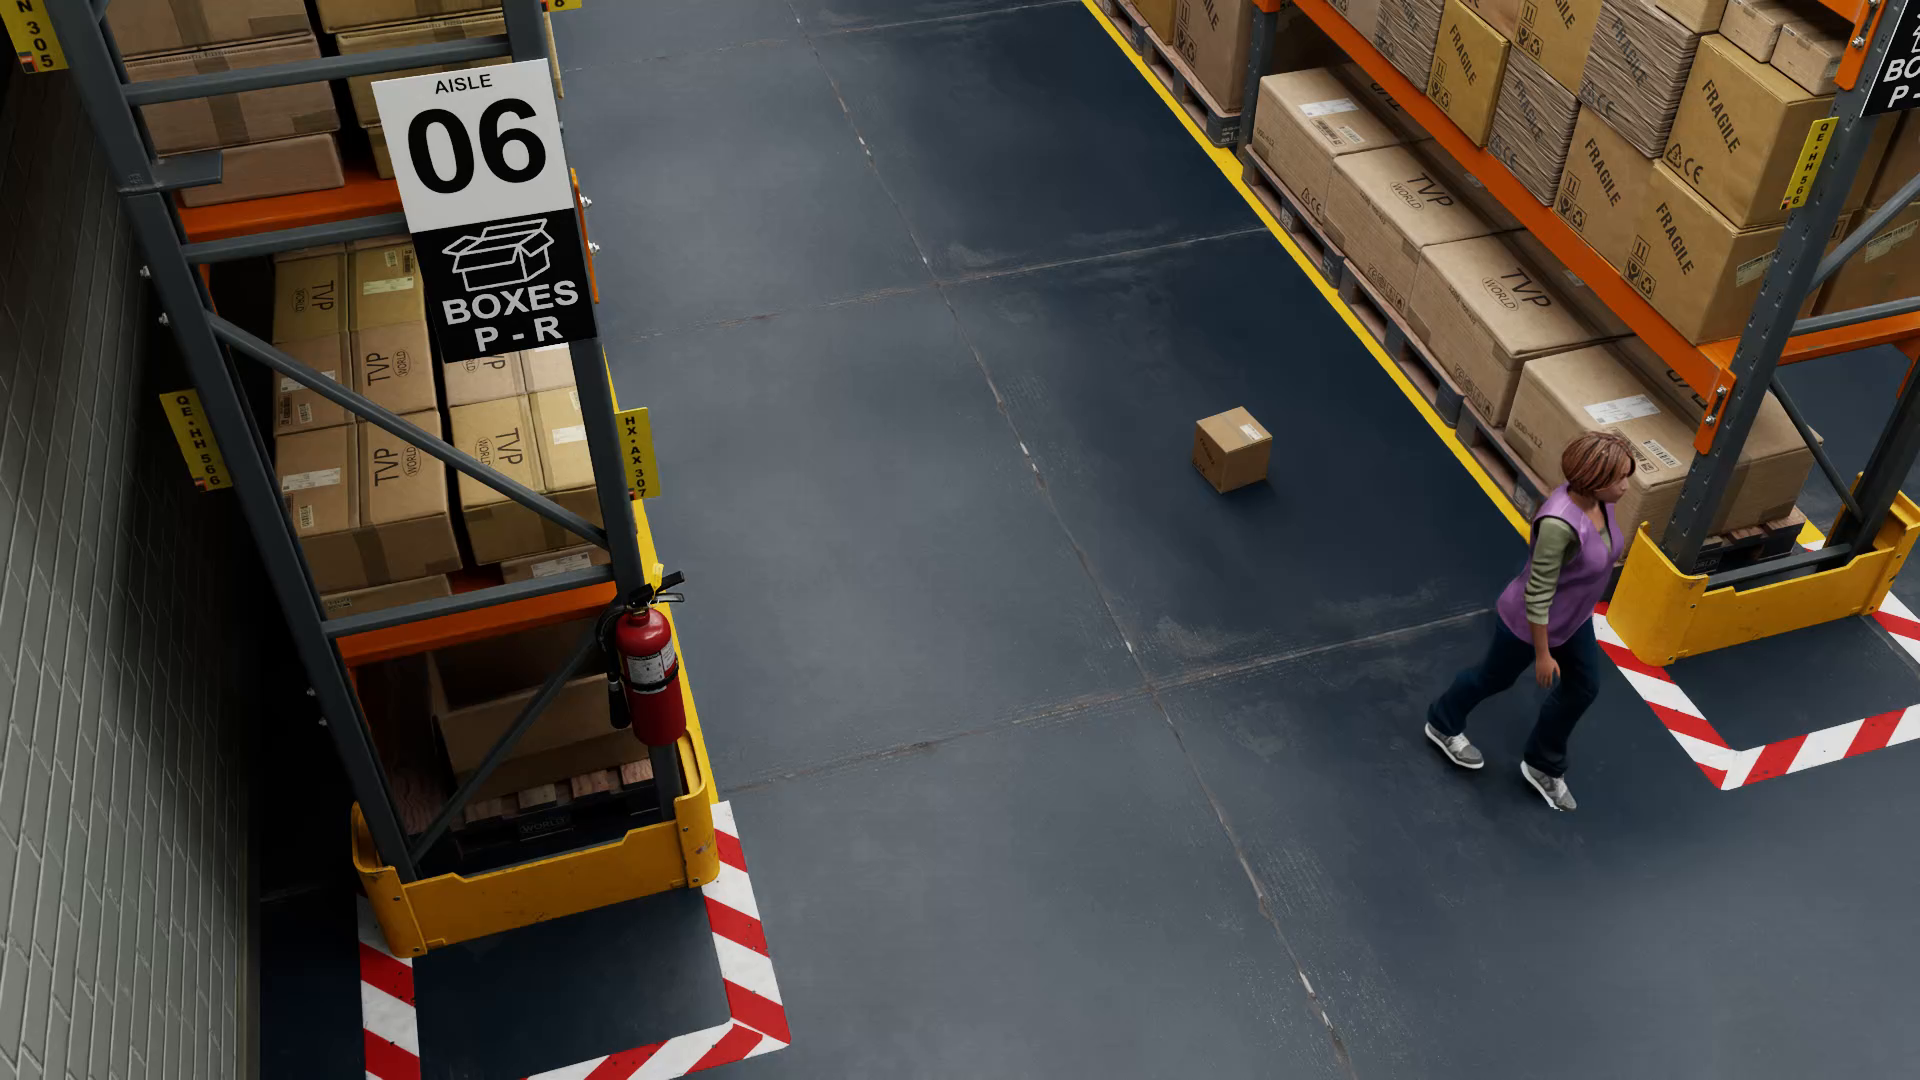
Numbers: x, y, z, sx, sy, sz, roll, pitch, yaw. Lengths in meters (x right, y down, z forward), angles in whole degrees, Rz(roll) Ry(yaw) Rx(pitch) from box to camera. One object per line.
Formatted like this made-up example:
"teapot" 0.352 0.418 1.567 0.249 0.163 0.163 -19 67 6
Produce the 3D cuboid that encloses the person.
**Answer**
"person" 2.074 0.299 5.865 0.466 1.634 0.630 -33 52 -31
